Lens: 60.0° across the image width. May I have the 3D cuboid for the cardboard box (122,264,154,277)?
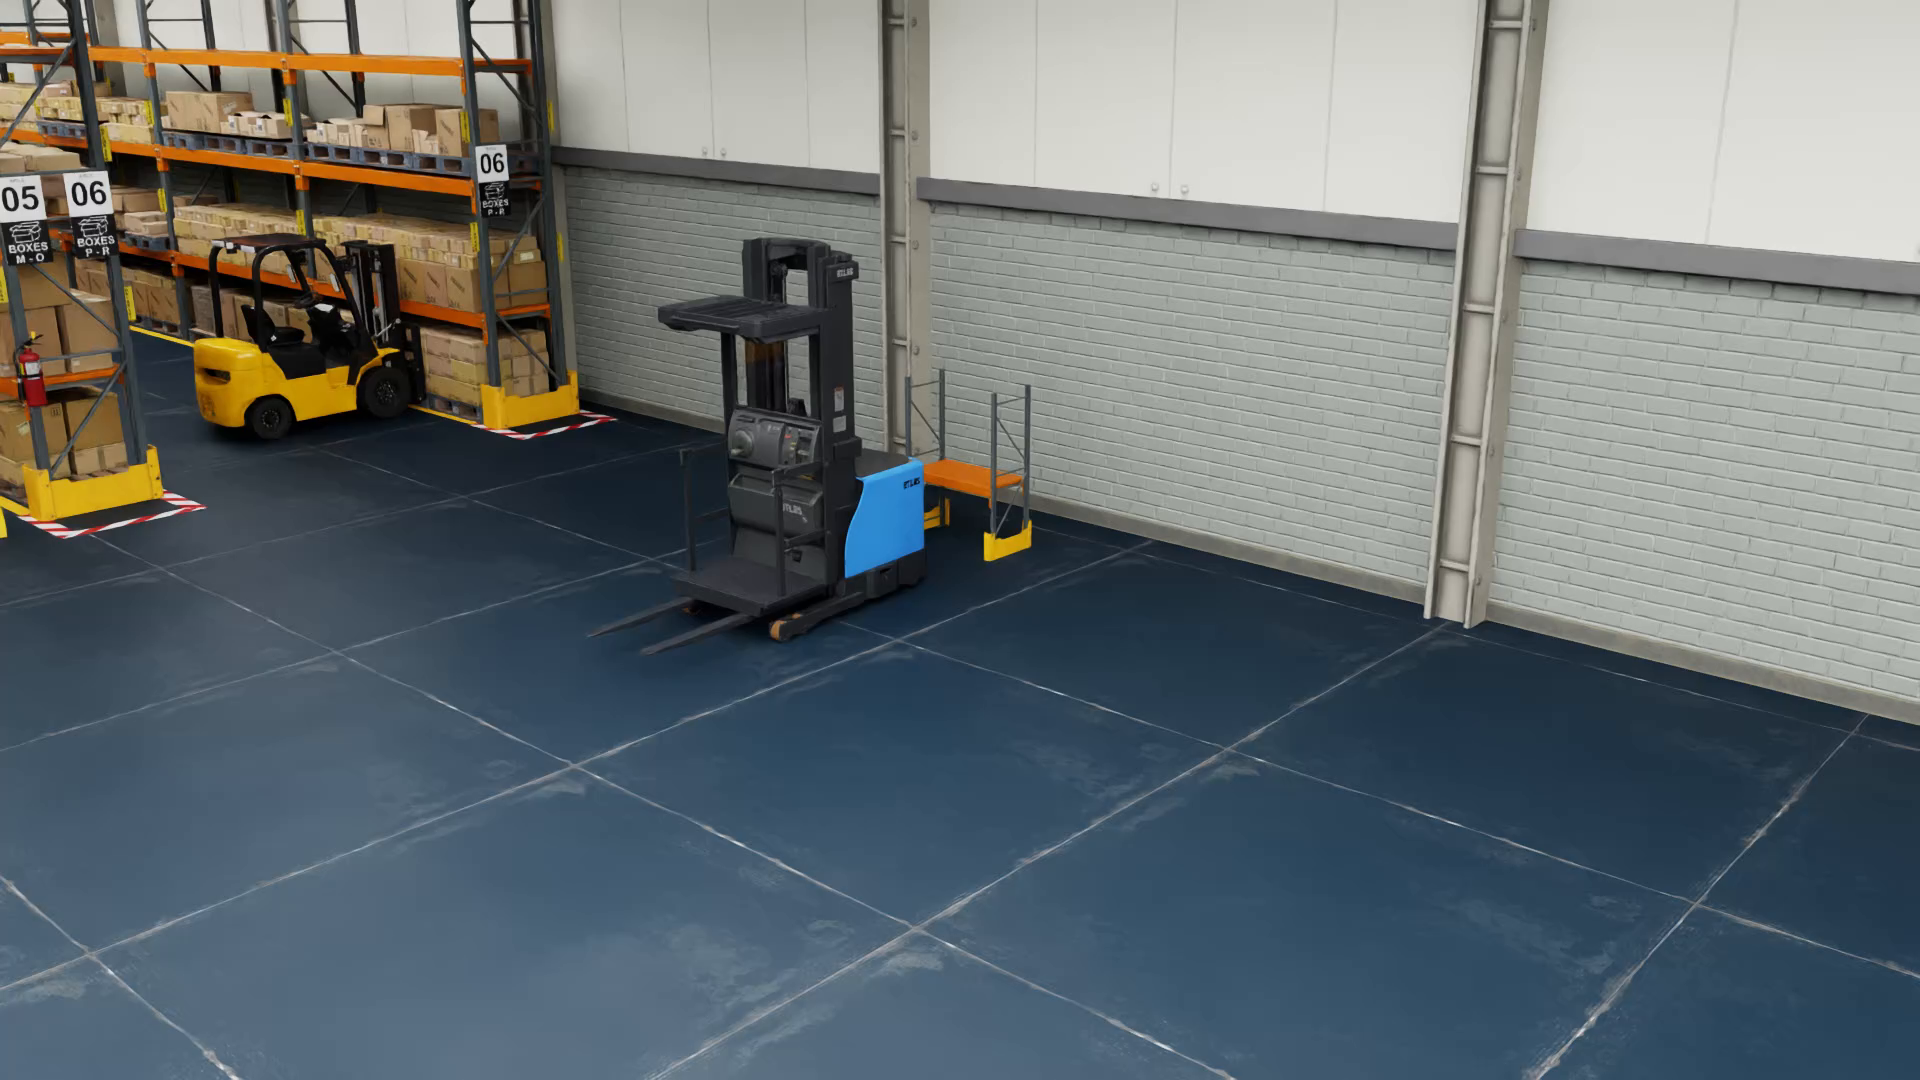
[{"bbox_3d":[-12.743,-4.172,25.803,0.250,0.149,0.380,15,23,39],"label":"cardboard box"}]

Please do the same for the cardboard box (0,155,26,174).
[{"bbox_3d":[-8.840,-3.440,15.269,0.250,0.149,0.380,15,23,40],"label":"cardboard box"}]

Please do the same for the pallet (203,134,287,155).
[{"bbox_3d":[-9.677,-5.479,22.908,1.213,0.211,1.003,16,24,42],"label":"pallet"}]

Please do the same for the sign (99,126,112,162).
[{"bbox_3d":[-8.031,-3.718,15.603,0.005,0.325,0.100,15,23,39],"label":"sign"}]

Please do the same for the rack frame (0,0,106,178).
[{"bbox_3d":[-8.391,-4.608,14.894,0.127,3.000,1.000,15,23,39],"label":"rack frame"}]

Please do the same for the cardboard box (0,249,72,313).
[{"bbox_3d":[-8.918,-2.468,15.758,0.500,0.500,0.700,14,23,38],"label":"cardboard box"}]

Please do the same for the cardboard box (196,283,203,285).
[{"bbox_3d":[-11.211,-3.636,25.185,0.500,0.500,0.500,16,24,41],"label":"cardboard box"}]

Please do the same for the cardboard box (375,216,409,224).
[{"bbox_3d":[-7.284,-4.069,21.382,0.250,0.149,0.380,15,23,39],"label":"cardboard box"}]

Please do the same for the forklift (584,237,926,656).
[{"bbox_3d":[-1.590,-0.782,12.870,1.130,2.935,3.031,13,22,36],"label":"forklift"}]

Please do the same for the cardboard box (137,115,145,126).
[{"bbox_3d":[-11.688,-6.100,24.143,0.250,0.149,0.380,14,23,38],"label":"cardboard box"}]

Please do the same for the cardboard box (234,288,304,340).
[{"bbox_3d":[-9.627,-3.154,23.462,0.625,0.625,0.875,14,22,37],"label":"cardboard box"}]

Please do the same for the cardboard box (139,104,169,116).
[{"bbox_3d":[-11.536,-6.171,23.874,0.250,0.149,0.380,16,24,41],"label":"cardboard box"}]

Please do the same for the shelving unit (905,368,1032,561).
[{"bbox_3d":[0.057,-0.700,14.975,1.083,1.500,0.587,15,23,39],"label":"shelving unit"}]

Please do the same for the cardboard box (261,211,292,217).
[{"bbox_3d":[-9.543,-4.512,23.272,0.250,0.149,0.380,16,24,41],"label":"cardboard box"}]

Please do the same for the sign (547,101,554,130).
[{"bbox_3d":[-4.726,-4.881,19.137,0.005,0.325,0.100,15,23,39],"label":"sign"}]

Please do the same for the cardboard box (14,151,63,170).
[{"bbox_3d":[-8.720,-3.603,15.784,0.250,0.149,0.380,15,23,39],"label":"cardboard box"}]

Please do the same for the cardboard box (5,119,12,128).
[{"bbox_3d":[-15.469,-6.863,27.373,0.250,0.149,0.380,15,23,40],"label":"cardboard box"}]

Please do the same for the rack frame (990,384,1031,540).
[{"bbox_3d":[0.444,-0.596,14.648,0.032,1.500,0.500,15,23,39],"label":"rack frame"}]

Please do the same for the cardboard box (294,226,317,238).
[{"bbox_3d":[-8.493,-4.051,21.818,0.250,0.149,0.380,16,24,41],"label":"cardboard box"}]

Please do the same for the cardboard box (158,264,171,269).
[{"bbox_3d":[-12.268,-4.220,25.953,0.250,0.149,0.380,15,23,40],"label":"cardboard box"}]

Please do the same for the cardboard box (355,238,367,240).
[{"bbox_3d":[-7.288,-3.692,20.687,0.250,0.149,0.380,15,23,39],"label":"cardboard box"}]

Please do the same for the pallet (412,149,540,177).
[{"bbox_3d":[-5.610,-4.408,19.368,1.213,0.211,1.003,15,23,39],"label":"pallet"}]

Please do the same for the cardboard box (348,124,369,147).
[{"bbox_3d":[-7.182,-4.923,20.206,0.258,0.266,0.396,14,23,38],"label":"cardboard box"}]

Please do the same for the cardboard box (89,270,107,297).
[{"bbox_3d":[-13.457,-4.038,26.453,0.500,0.500,0.500,15,23,39],"label":"cardboard box"}]

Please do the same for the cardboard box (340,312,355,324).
[{"bbox_3d":[-7.561,-2.769,21.214,0.500,0.250,0.500,15,23,39],"label":"cardboard box"}]

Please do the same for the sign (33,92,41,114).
[{"bbox_3d":[-14.428,-6.834,26.011,0.005,0.325,0.100,15,23,39],"label":"sign"}]

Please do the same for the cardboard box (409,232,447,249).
[{"bbox_3d":[-6.331,-3.578,19.837,0.250,0.149,0.380,16,23,41],"label":"cardboard box"}]

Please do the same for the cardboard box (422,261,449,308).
[{"bbox_3d":[-6.023,-3.066,19.787,0.500,0.500,0.500,16,24,41],"label":"cardboard box"}]

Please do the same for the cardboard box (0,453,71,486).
[{"bbox_3d":[-9.192,-0.745,16.489,0.500,0.250,0.500,15,23,39],"label":"cardboard box"}]

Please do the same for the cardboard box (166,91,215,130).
[{"bbox_3d":[-10.702,-6.004,23.225,0.500,0.500,0.500,15,23,40],"label":"cardboard box"}]

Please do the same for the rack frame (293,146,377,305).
[{"bbox_3d":[-8.090,-3.676,21.873,0.127,3.000,1.000,15,23,39],"label":"rack frame"}]

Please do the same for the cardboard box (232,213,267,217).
[{"bbox_3d":[-9.808,-4.418,22.975,0.250,0.149,0.380,15,23,39],"label":"cardboard box"}]

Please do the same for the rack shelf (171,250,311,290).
[{"bbox_3d":[-9.586,-3.734,23.248,4.000,0.370,1.077,15,23,39],"label":"rack shelf"}]

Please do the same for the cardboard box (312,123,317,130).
[{"bbox_3d":[-8.595,-5.448,22.056,0.250,0.149,0.380,15,23,39],"label":"cardboard box"}]

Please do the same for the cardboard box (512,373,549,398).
[{"bbox_3d":[-5.336,-1.905,20.145,0.500,0.250,0.500,15,23,39],"label":"cardboard box"}]

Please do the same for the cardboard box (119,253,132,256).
[{"bbox_3d":[-13.607,-4.591,27.124,0.250,0.149,0.380,14,22,37],"label":"cardboard box"}]

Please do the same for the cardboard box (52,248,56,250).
[{"bbox_3d":[-16.058,-4.769,28.757,0.500,0.500,0.700,16,24,41],"label":"cardboard box"}]

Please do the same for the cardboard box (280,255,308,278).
[{"bbox_3d":[-8.641,-3.646,22.029,0.500,0.250,0.500,16,23,40],"label":"cardboard box"}]

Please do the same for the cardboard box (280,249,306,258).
[{"bbox_3d":[-8.627,-3.883,21.949,0.500,0.250,0.500,14,23,38],"label":"cardboard box"}]

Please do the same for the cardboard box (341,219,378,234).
[{"bbox_3d":[-7.597,-3.962,21.046,0.250,0.149,0.380,14,23,38],"label":"cardboard box"}]

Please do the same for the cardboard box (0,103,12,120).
[{"bbox_3d":[-15.372,-7.030,27.239,0.500,0.250,0.500,16,23,40],"label":"cardboard box"}]

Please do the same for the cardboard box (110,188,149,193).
[{"bbox_3d":[-12.886,-5.121,25.566,0.500,0.500,0.700,15,23,39],"label":"cardboard box"}]

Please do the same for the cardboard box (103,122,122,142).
[{"bbox_3d":[-12.378,-6.086,24.759,0.500,0.250,0.500,15,23,39],"label":"cardboard box"}]

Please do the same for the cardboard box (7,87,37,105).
[{"bbox_3d":[-14.997,-7.167,26.846,0.500,0.250,0.500,15,23,38],"label":"cardboard box"}]

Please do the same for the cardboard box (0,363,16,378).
[{"bbox_3d":[-9.075,-1.682,16.005,0.250,0.149,0.380,15,23,39],"label":"cardboard box"}]

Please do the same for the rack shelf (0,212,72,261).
[{"bbox_3d":[-9.886,-3.237,16.722,4.000,0.370,1.077,15,23,39],"label":"rack shelf"}]

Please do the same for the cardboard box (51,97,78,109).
[{"bbox_3d":[-13.733,-6.724,25.585,0.250,0.149,0.380,14,23,38],"label":"cardboard box"}]

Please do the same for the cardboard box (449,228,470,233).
[{"bbox_3d":[-5.977,-3.697,20.212,0.250,0.149,0.380,16,24,41],"label":"cardboard box"}]

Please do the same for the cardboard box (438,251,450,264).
[{"bbox_3d":[-5.908,-3.346,19.598,0.250,0.149,0.380,16,23,40],"label":"cardboard box"}]

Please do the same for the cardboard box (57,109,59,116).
[{"bbox_3d":[-13.689,-6.601,25.689,0.250,0.149,0.380,15,23,40],"label":"cardboard box"}]

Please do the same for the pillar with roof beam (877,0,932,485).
[{"bbox_3d":[-3.391,-3.897,12.653,0.400,9.000,9.100,15,23,39],"label":"pillar with roof beam"}]
